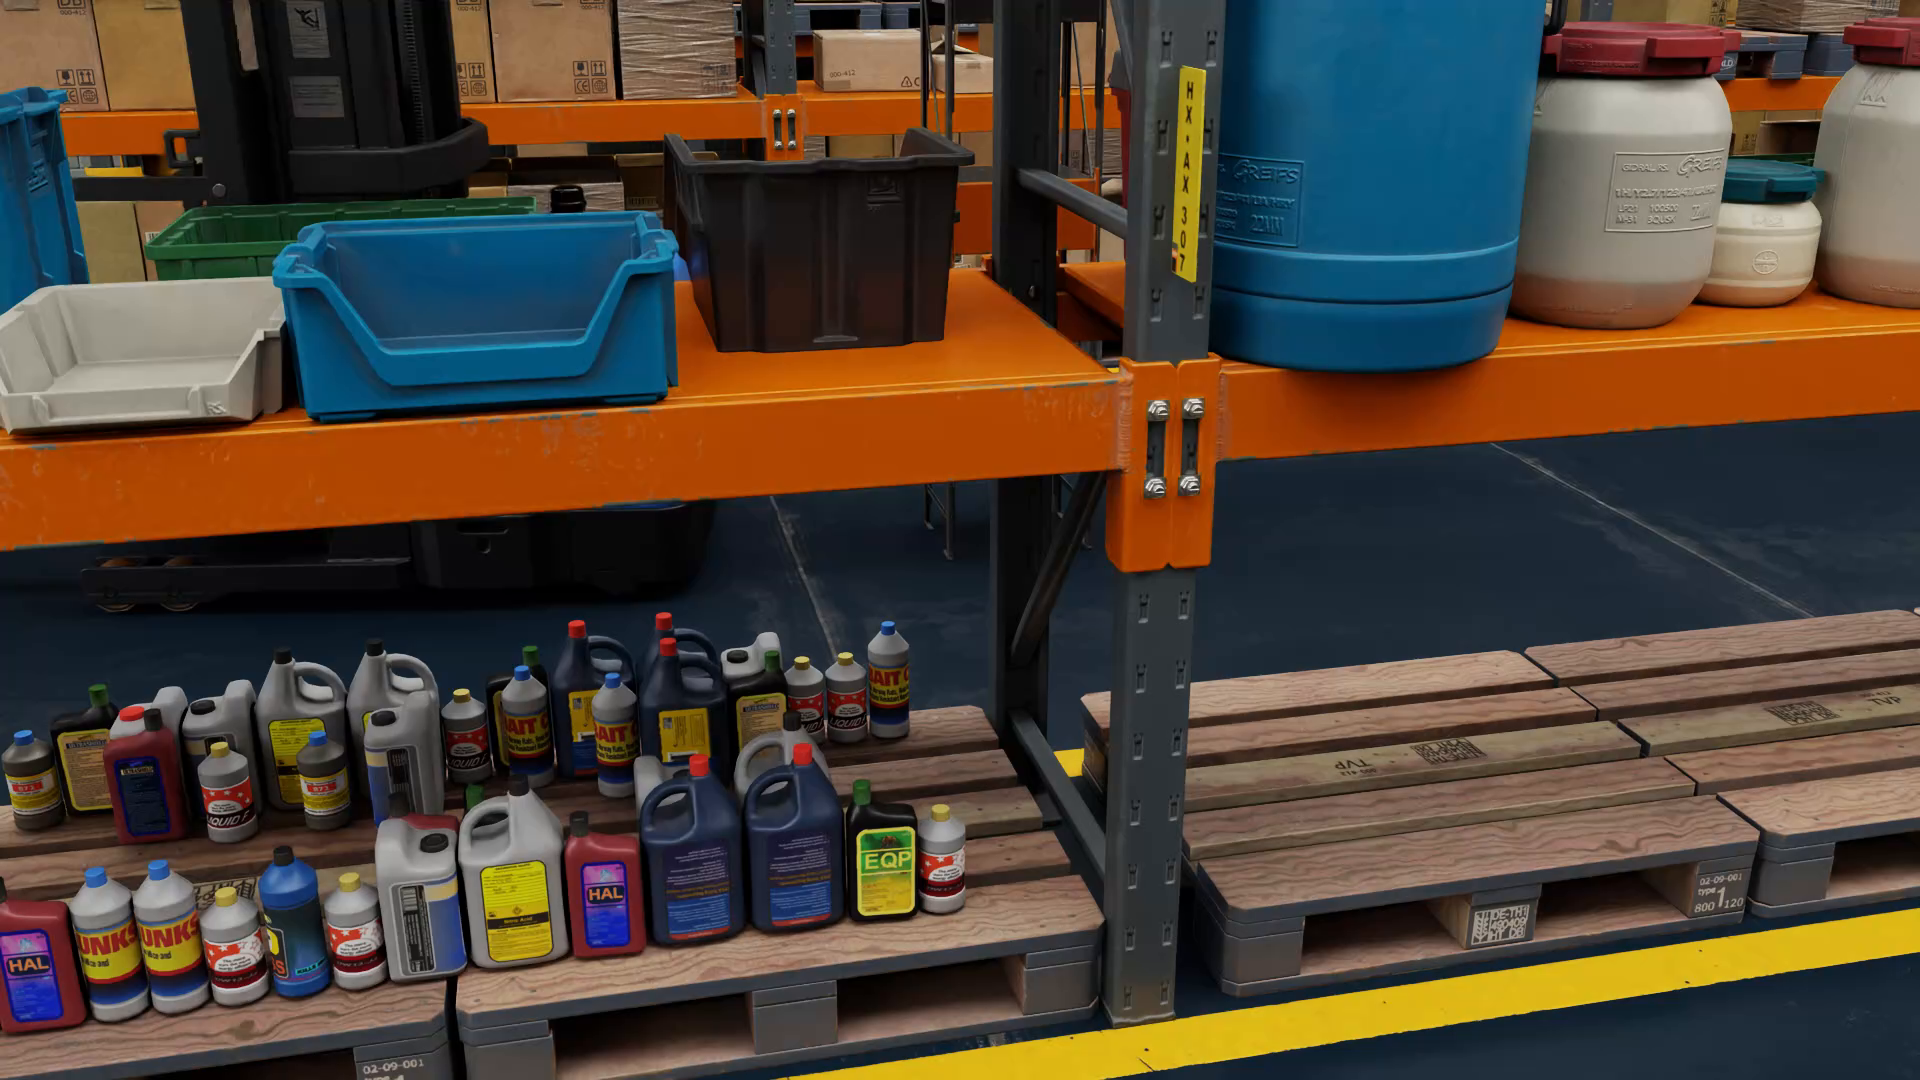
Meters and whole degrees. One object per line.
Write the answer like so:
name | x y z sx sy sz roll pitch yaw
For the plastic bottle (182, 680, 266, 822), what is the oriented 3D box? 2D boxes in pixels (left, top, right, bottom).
plastic bottle | -1.575 0.443 3.563 0.135 0.276 0.152 -5 21 -14

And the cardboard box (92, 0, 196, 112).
cardboard box | -3.333 -2.133 7.133 0.500 0.500 0.700 -5 21 -12

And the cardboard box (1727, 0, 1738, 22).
cardboard box | 6.281 -4.759 14.010 0.700 0.700 0.980 -4 21 -12

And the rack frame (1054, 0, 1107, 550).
rack frame | 0.399 -1.018 5.542 0.015 2.100 0.400 -5 21 -12

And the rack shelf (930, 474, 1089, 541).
rack shelf | 0.161 -0.329 5.735 0.480 0.518 0.431 -5 21 -12

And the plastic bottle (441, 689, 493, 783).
plastic bottle | -1.101 0.430 3.708 0.097 0.201 0.097 0 20 0

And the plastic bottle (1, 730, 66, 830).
plastic bottle | -1.962 0.500 3.517 0.097 0.201 0.097 0 20 0

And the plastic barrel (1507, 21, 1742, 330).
plastic barrel | 1.226 -0.698 3.161 0.433 0.535 0.433 0 20 0

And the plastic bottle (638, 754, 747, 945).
plastic bottle | -0.503 0.568 3.114 0.185 0.351 0.144 -6 21 -15

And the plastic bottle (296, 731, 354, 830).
plastic bottle | -1.345 0.501 3.515 0.097 0.201 0.097 0 20 0

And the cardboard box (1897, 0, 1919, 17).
cardboard box | 5.188 -3.007 8.906 0.500 0.500 0.700 -10 23 -26

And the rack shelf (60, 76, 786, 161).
rack shelf | -2.838 -1.794 7.397 4.000 0.370 1.077 -5 21 -12

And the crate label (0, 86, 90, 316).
crate label | -1.920 -0.568 2.952 0.616 0.435 0.502 -5 21 -12

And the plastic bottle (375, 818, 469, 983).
plastic bottle | -0.976 0.640 3.025 0.135 0.276 0.152 -4 21 -11

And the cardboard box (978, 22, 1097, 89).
cardboard box | 0.372 -2.434 7.953 0.500 0.500 0.500 -3 20 -9

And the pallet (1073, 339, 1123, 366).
pallet | 1.006 -1.150 8.646 1.213 0.211 1.003 -5 21 -12

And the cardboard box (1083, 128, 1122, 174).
cardboard box | 1.168 -3.223 13.246 0.500 0.500 0.700 -4 21 -12

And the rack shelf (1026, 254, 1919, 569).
rack shelf | 2.190 -0.452 3.734 4.000 0.370 1.077 -5 21 -12

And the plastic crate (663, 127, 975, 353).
plastic crate | -0.295 -0.604 3.192 0.504 0.338 0.767 -5 21 -12

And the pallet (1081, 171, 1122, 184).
pallet | 1.096 -2.894 13.407 1.213 0.211 1.003 -5 21 -12

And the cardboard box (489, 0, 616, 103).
cardboard box | -1.834 -2.256 7.466 0.500 0.500 0.700 -5 21 -13

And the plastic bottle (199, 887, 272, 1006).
plastic bottle | -1.285 0.710 2.943 0.097 0.201 0.097 0 20 0

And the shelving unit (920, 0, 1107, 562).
shelving unit | 0.161 -0.999 5.489 0.503 2.100 0.431 -5 21 -12

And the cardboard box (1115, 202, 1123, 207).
cardboard box | 1.063 -1.531 8.204 0.500 0.311 0.500 -4 21 -11

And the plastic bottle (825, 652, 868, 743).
plastic bottle | -0.266 0.362 3.893 0.097 0.201 0.097 0 20 0

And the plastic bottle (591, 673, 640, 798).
plastic bottle | -0.750 0.420 3.635 0.097 0.271 0.097 0 20 0

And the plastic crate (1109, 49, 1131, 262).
plastic crate | 0.645 -0.802 3.551 0.583 0.464 0.402 -5 21 -12

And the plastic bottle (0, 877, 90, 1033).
plastic bottle | -1.588 0.703 2.844 0.133 0.283 0.061 -4 21 -12

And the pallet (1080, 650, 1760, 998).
pallet | 0.999 0.603 3.863 1.213 0.211 1.003 -5 21 -12

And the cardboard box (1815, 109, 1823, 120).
cardboard box | 7.491 -3.708 14.599 0.500 0.500 0.700 -4 21 -11

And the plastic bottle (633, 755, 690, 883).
plastic bottle | -0.562 0.556 3.257 0.135 0.276 0.152 -5 21 -12

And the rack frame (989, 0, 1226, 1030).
rack frame | 0.244 -0.632 3.178 0.127 3.000 1.000 -5 21 -12

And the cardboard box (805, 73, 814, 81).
cardboard box | -0.895 -3.433 12.729 0.500 0.250 0.500 -5 21 -14

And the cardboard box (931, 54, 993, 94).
cardboard box | 0.017 -2.174 7.753 0.250 0.149 0.380 -5 21 -12

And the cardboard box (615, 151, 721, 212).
cardboard box | -1.415 -1.616 8.163 0.500 0.500 0.500 -5 21 -12

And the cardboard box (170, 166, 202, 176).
cardboard box | -3.361 -1.458 7.730 0.500 0.500 0.500 -5 21 -12

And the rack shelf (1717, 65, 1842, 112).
rack shelf | 4.947 -2.427 9.125 4.000 0.370 1.077 -5 21 -12

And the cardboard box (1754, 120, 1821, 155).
cardboard box | 4.905 -2.232 9.452 0.500 0.250 0.500 -5 21 -14

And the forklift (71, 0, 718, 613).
forklift | -2.375 -1.336 5.200 3.031 2.935 1.130 -1 20 -2

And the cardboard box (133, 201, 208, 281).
cardboard box | -3.242 -1.284 7.255 0.500 0.500 0.500 -5 21 -12

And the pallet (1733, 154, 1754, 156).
pallet | 6.508 -3.306 14.532 1.213 0.211 1.003 -5 21 -12

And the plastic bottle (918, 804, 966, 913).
plastic bottle | -0.037 0.609 3.220 0.097 0.201 0.097 0 20 0

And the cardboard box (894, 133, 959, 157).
cardboard box | -0.326 -3.129 12.990 0.500 0.500 0.700 -4 21 -12

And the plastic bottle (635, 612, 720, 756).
plastic bottle | -0.637 0.331 3.763 0.185 0.351 0.144 -4 21 -11
